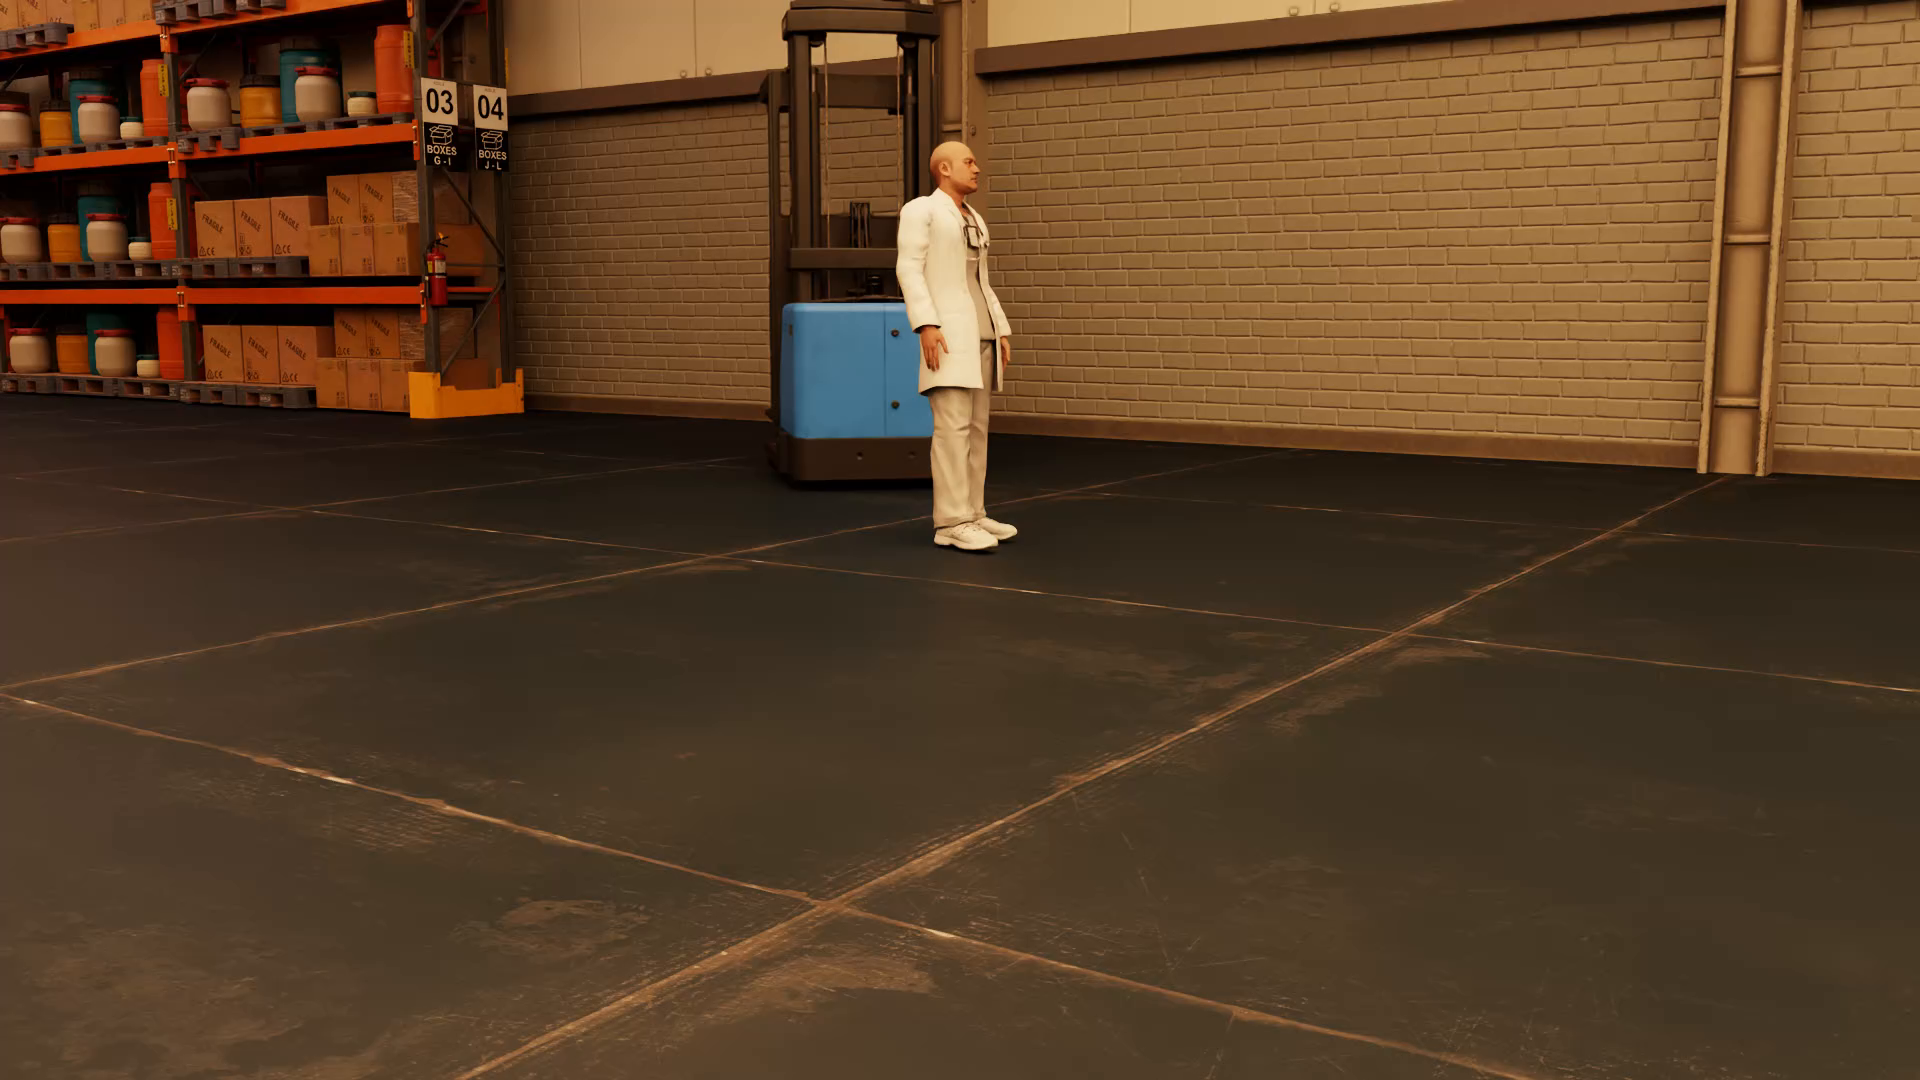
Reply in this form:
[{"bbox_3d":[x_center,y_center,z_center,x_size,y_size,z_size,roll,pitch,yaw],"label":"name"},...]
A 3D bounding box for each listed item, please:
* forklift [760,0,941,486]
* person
[{"bbox_3d":[-0.709,-1.937,10.813,1.130,2.935,3.031,-2,8,-11],"label":"forklift"},{"bbox_3d":[0.074,-0.880,7.424,0.578,1.777,0.698,5,10,34],"label":"person"}]
